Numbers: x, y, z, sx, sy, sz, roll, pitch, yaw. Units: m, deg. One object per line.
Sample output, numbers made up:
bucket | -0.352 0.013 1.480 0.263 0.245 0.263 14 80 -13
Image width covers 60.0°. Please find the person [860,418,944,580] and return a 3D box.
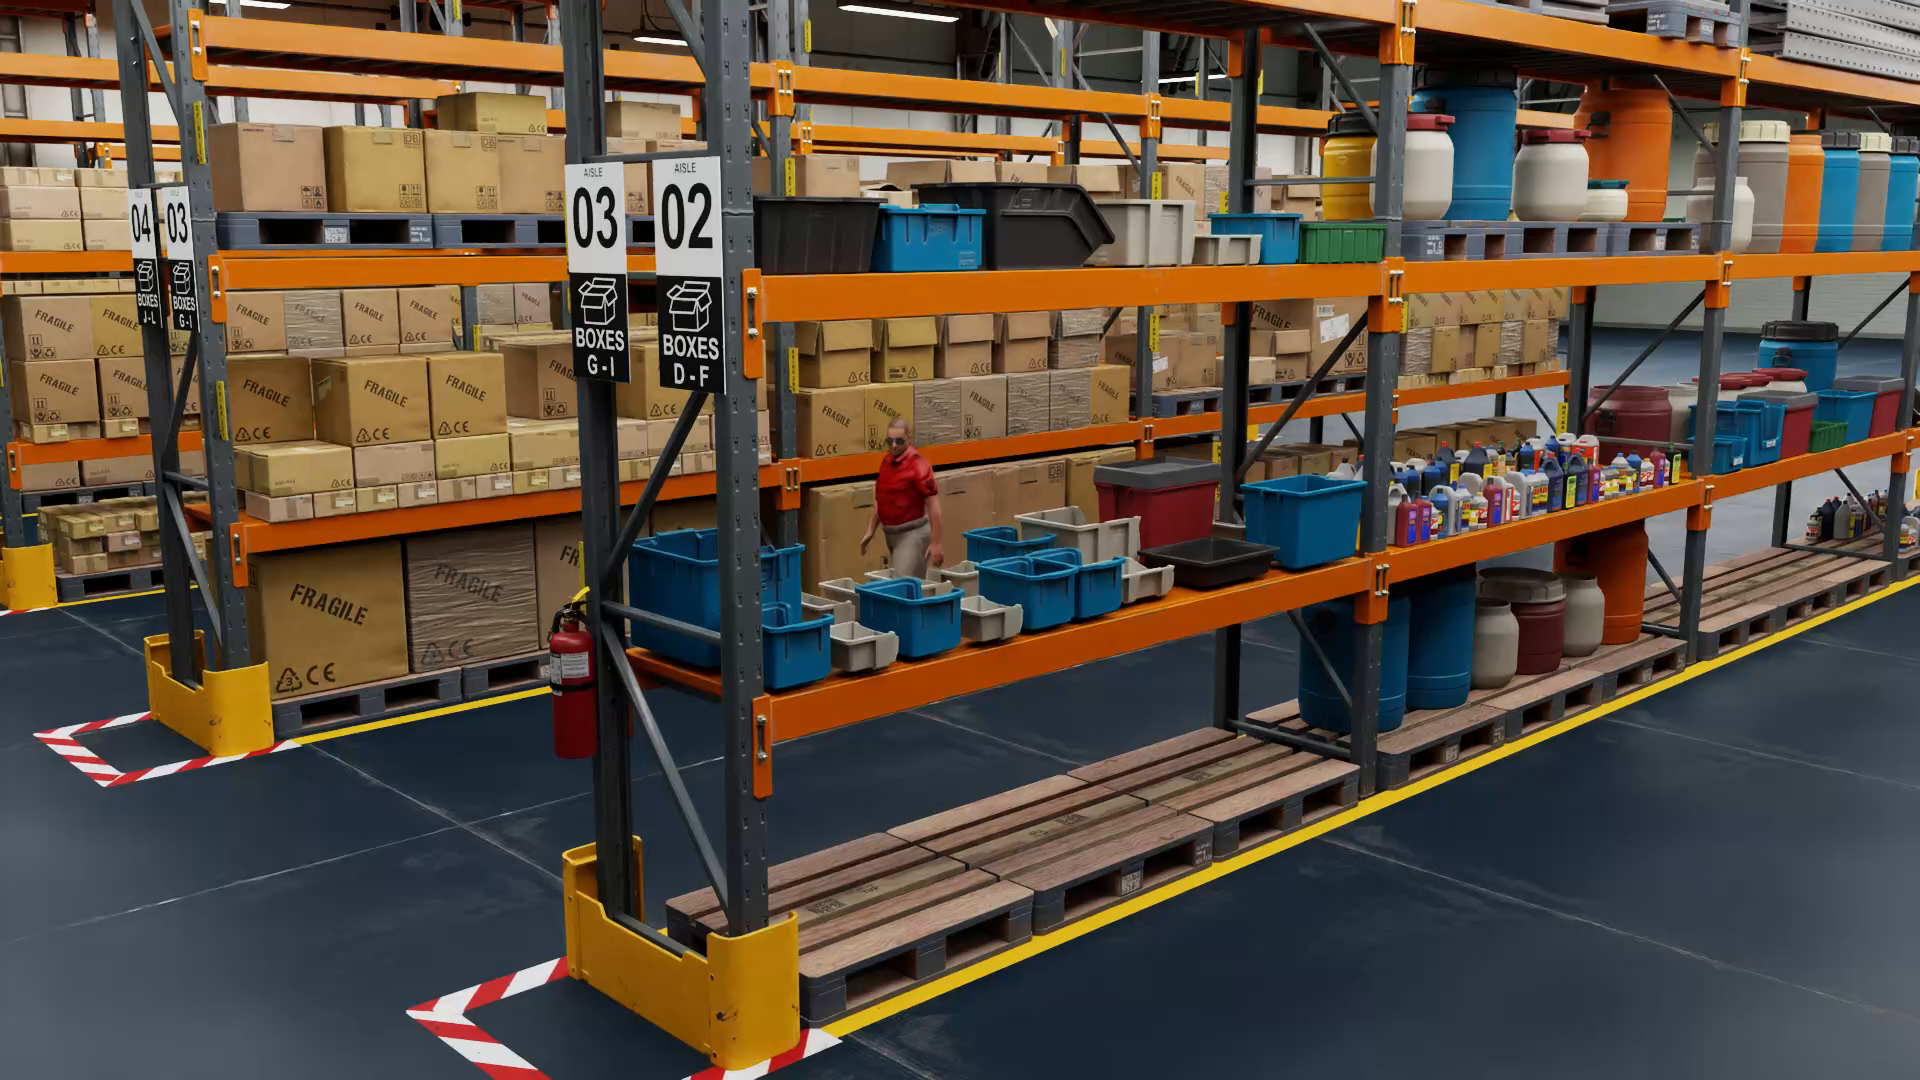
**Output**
person | -0.423 -0.010 11.537 0.913 1.688 0.687 -5 12 -26
